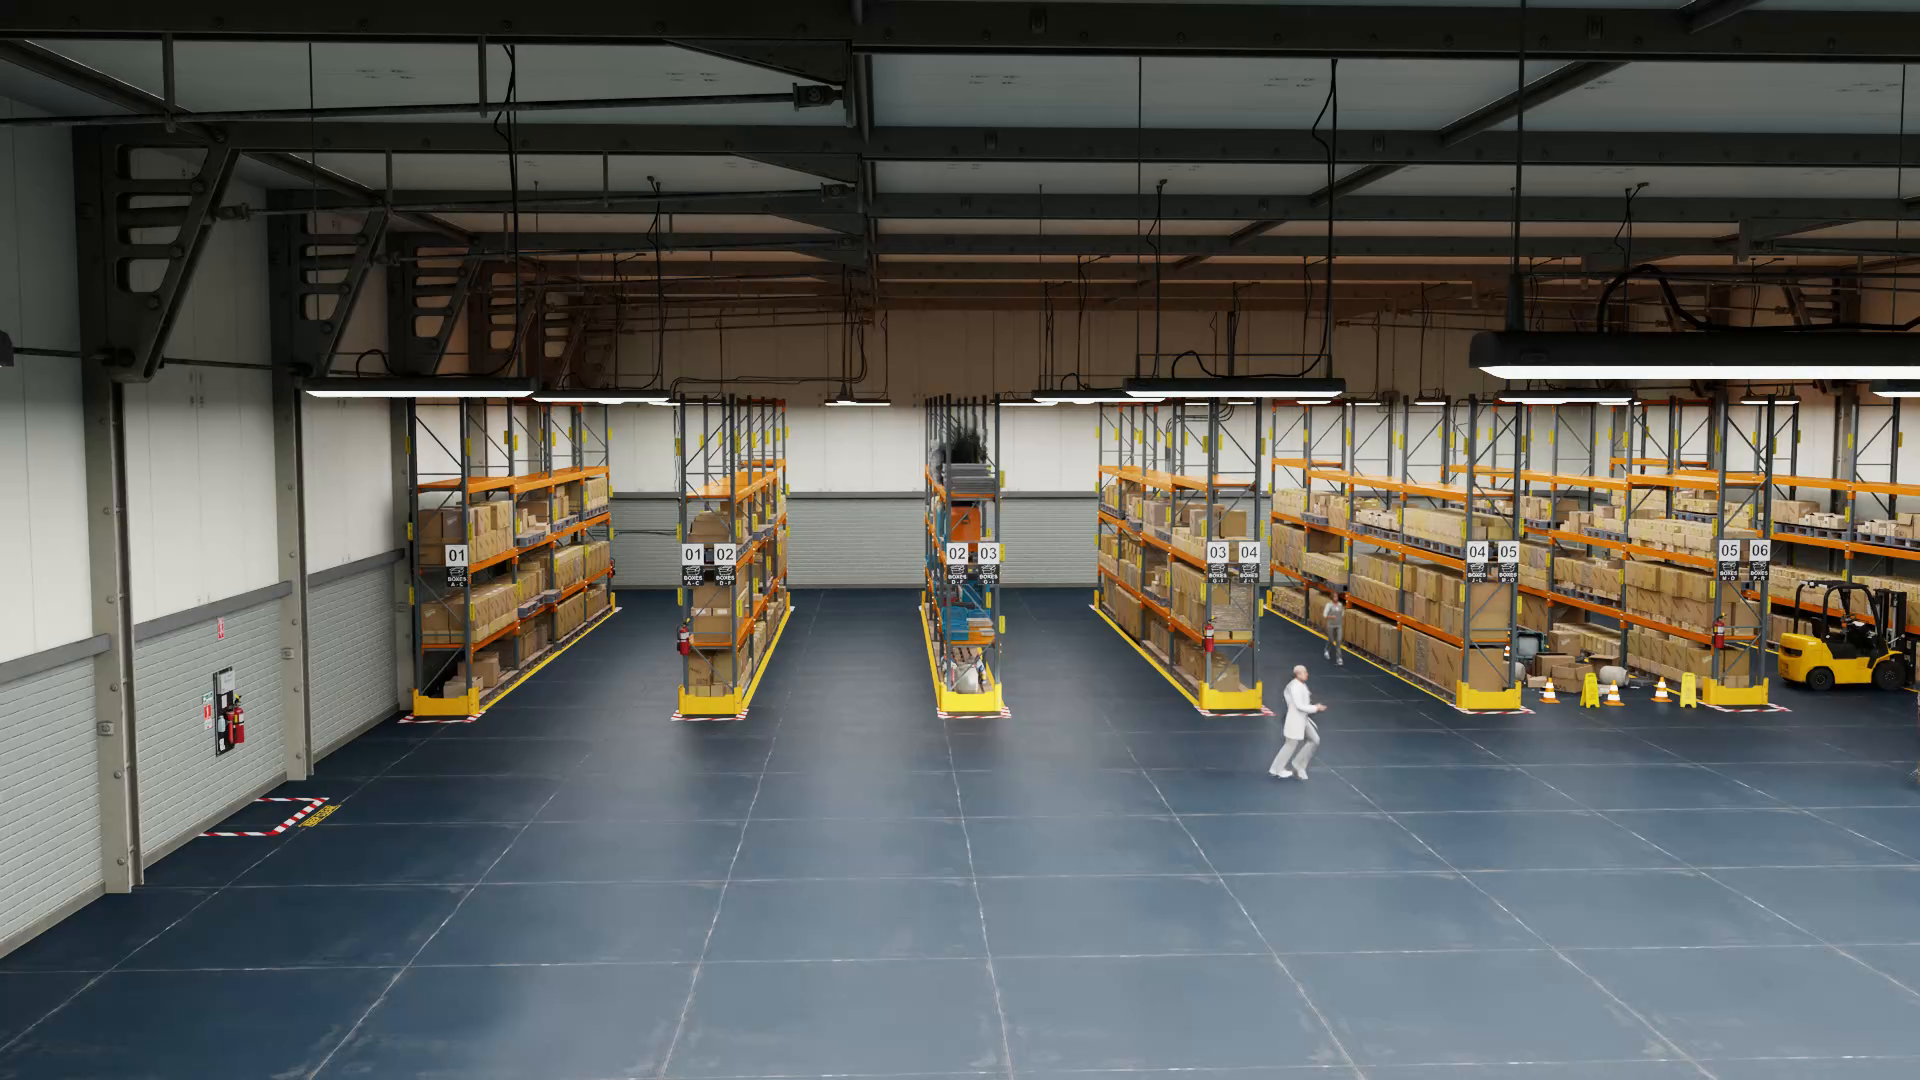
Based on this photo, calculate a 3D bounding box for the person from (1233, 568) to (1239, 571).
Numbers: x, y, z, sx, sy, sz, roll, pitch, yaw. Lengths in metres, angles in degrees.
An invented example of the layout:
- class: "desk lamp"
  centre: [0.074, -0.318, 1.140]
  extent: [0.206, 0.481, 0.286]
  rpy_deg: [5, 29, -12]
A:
- class: "person"
  centre: [7.746, 1.283, 45.964]
  extent: [0.592, 1.687, 0.802]
  rpy_deg: [0, 5, 6]

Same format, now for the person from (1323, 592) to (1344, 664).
- class: "person"
  centre: [8.390, 1.951, 37.258]
  extent: [0.545, 1.580, 0.873]
  rpy_deg: [-1, 5, -8]

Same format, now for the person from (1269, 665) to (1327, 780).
- class: "person"
  centre: [5.215, 2.822, 25.602]
  extent: [0.877, 1.808, 0.668]
  rpy_deg: [2, 5, 24]

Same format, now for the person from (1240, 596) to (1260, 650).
- class: "person"
  centre: [6.815, 1.730, 39.523]
  extent: [0.627, 1.815, 0.814]
  rpy_deg: [-1, 5, -12]
